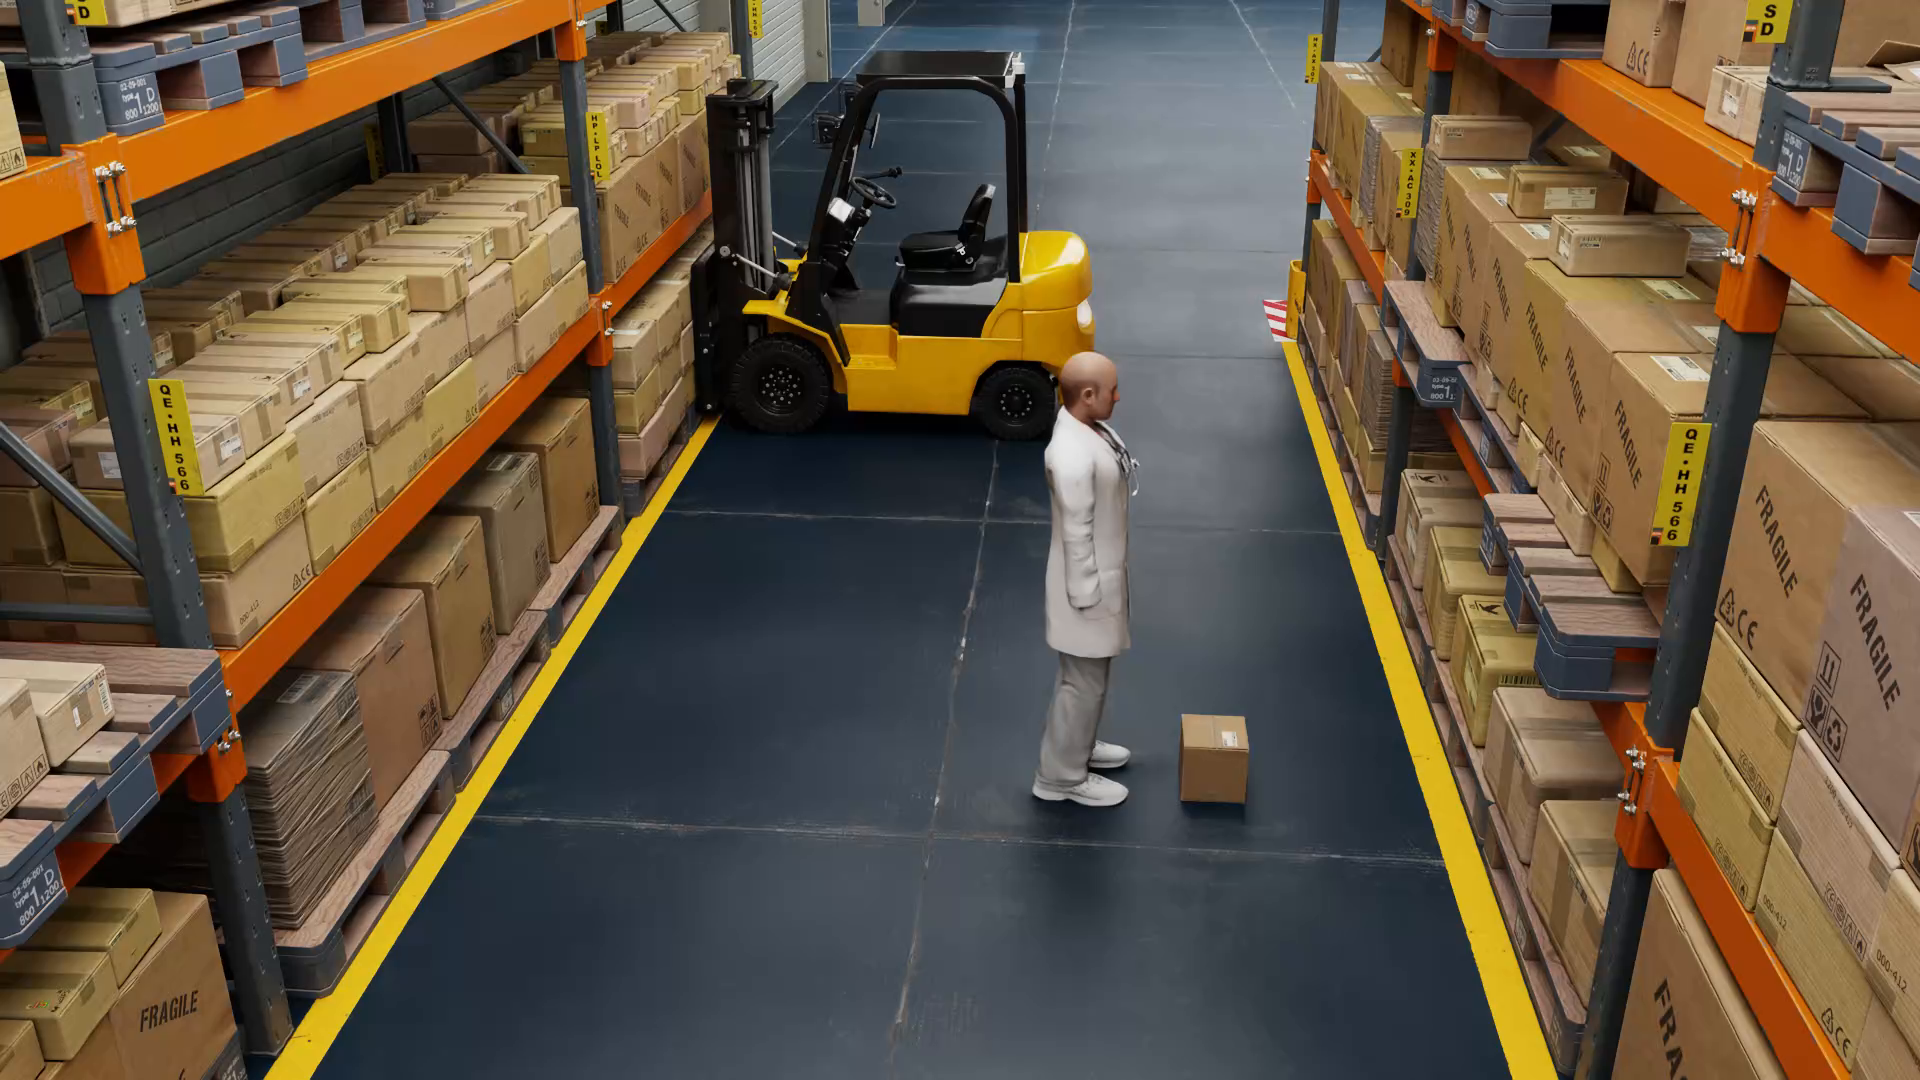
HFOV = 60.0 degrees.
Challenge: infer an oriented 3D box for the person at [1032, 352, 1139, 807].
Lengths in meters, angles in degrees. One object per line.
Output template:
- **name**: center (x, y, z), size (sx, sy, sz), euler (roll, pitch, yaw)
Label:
- **person**: center (0.490, 0.142, 6.313), size (0.383, 1.775, 0.563), euler (2, 24, 5)
